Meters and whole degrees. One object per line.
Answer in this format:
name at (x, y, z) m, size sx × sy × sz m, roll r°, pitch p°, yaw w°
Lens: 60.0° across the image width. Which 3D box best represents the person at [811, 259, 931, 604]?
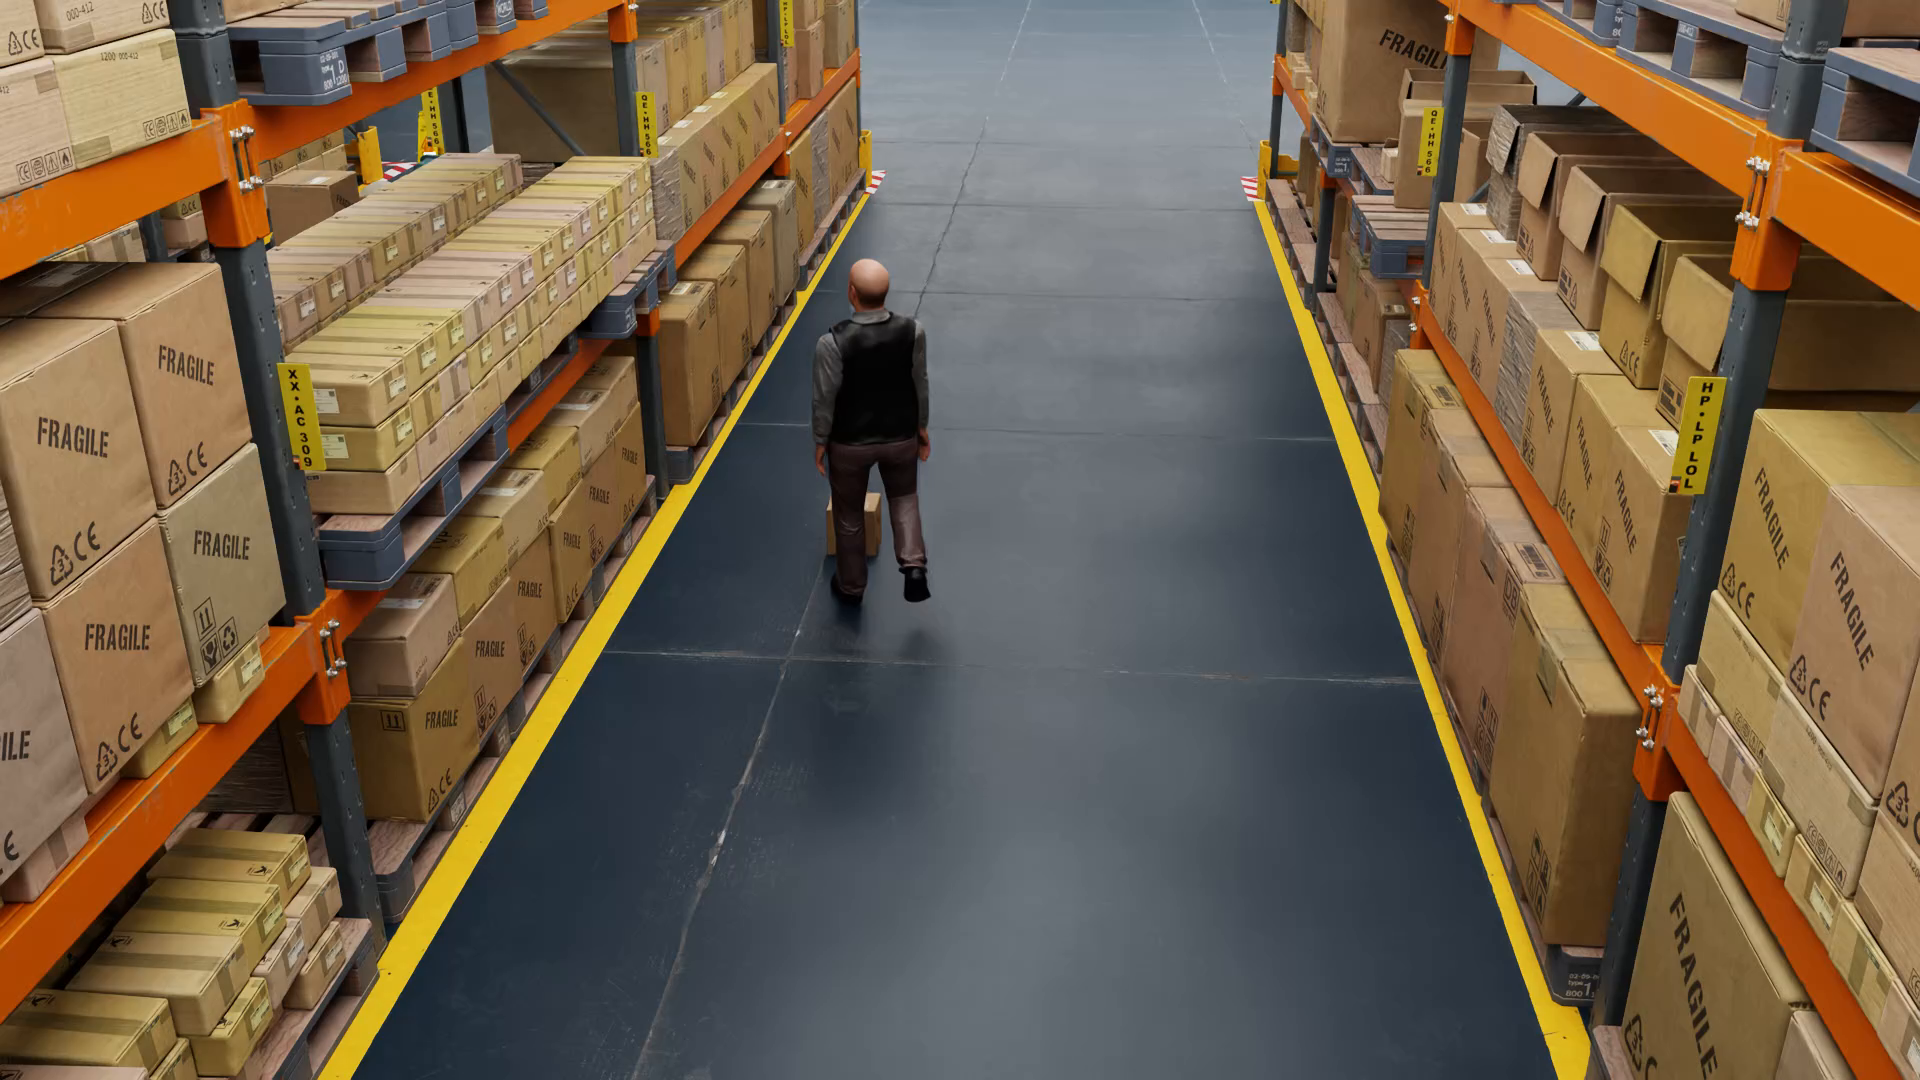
person at (-0.417, -0.471, 7.626) m, size 0.570 × 1.713 × 0.651 m, roll -8°, pitch 26°, yaw -17°
